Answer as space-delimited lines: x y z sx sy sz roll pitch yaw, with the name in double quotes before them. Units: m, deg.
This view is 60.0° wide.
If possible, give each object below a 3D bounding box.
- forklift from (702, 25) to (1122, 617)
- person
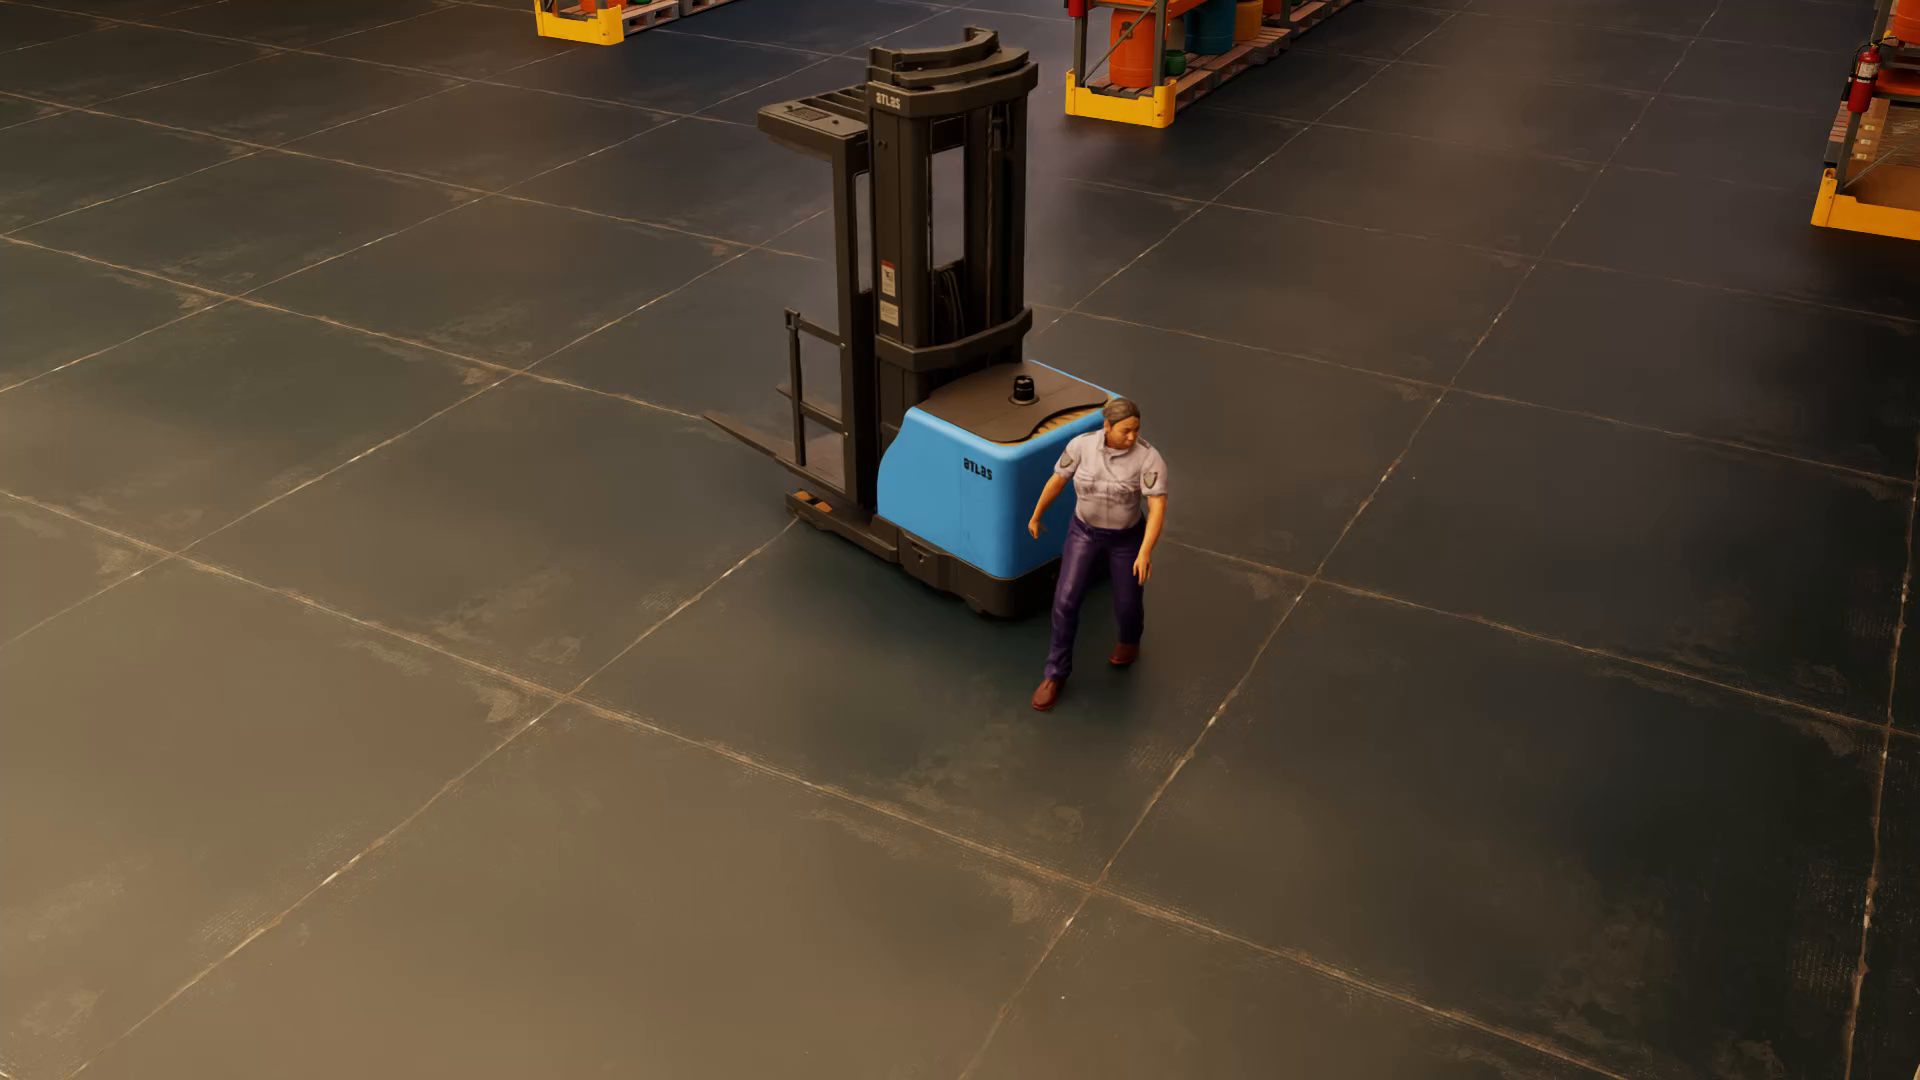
"forklift" -0.424 -1.489 9.651 1.130 2.935 3.031 -26 39 -37
"person" 0.662 0.036 8.386 0.723 1.555 0.810 7 31 12
